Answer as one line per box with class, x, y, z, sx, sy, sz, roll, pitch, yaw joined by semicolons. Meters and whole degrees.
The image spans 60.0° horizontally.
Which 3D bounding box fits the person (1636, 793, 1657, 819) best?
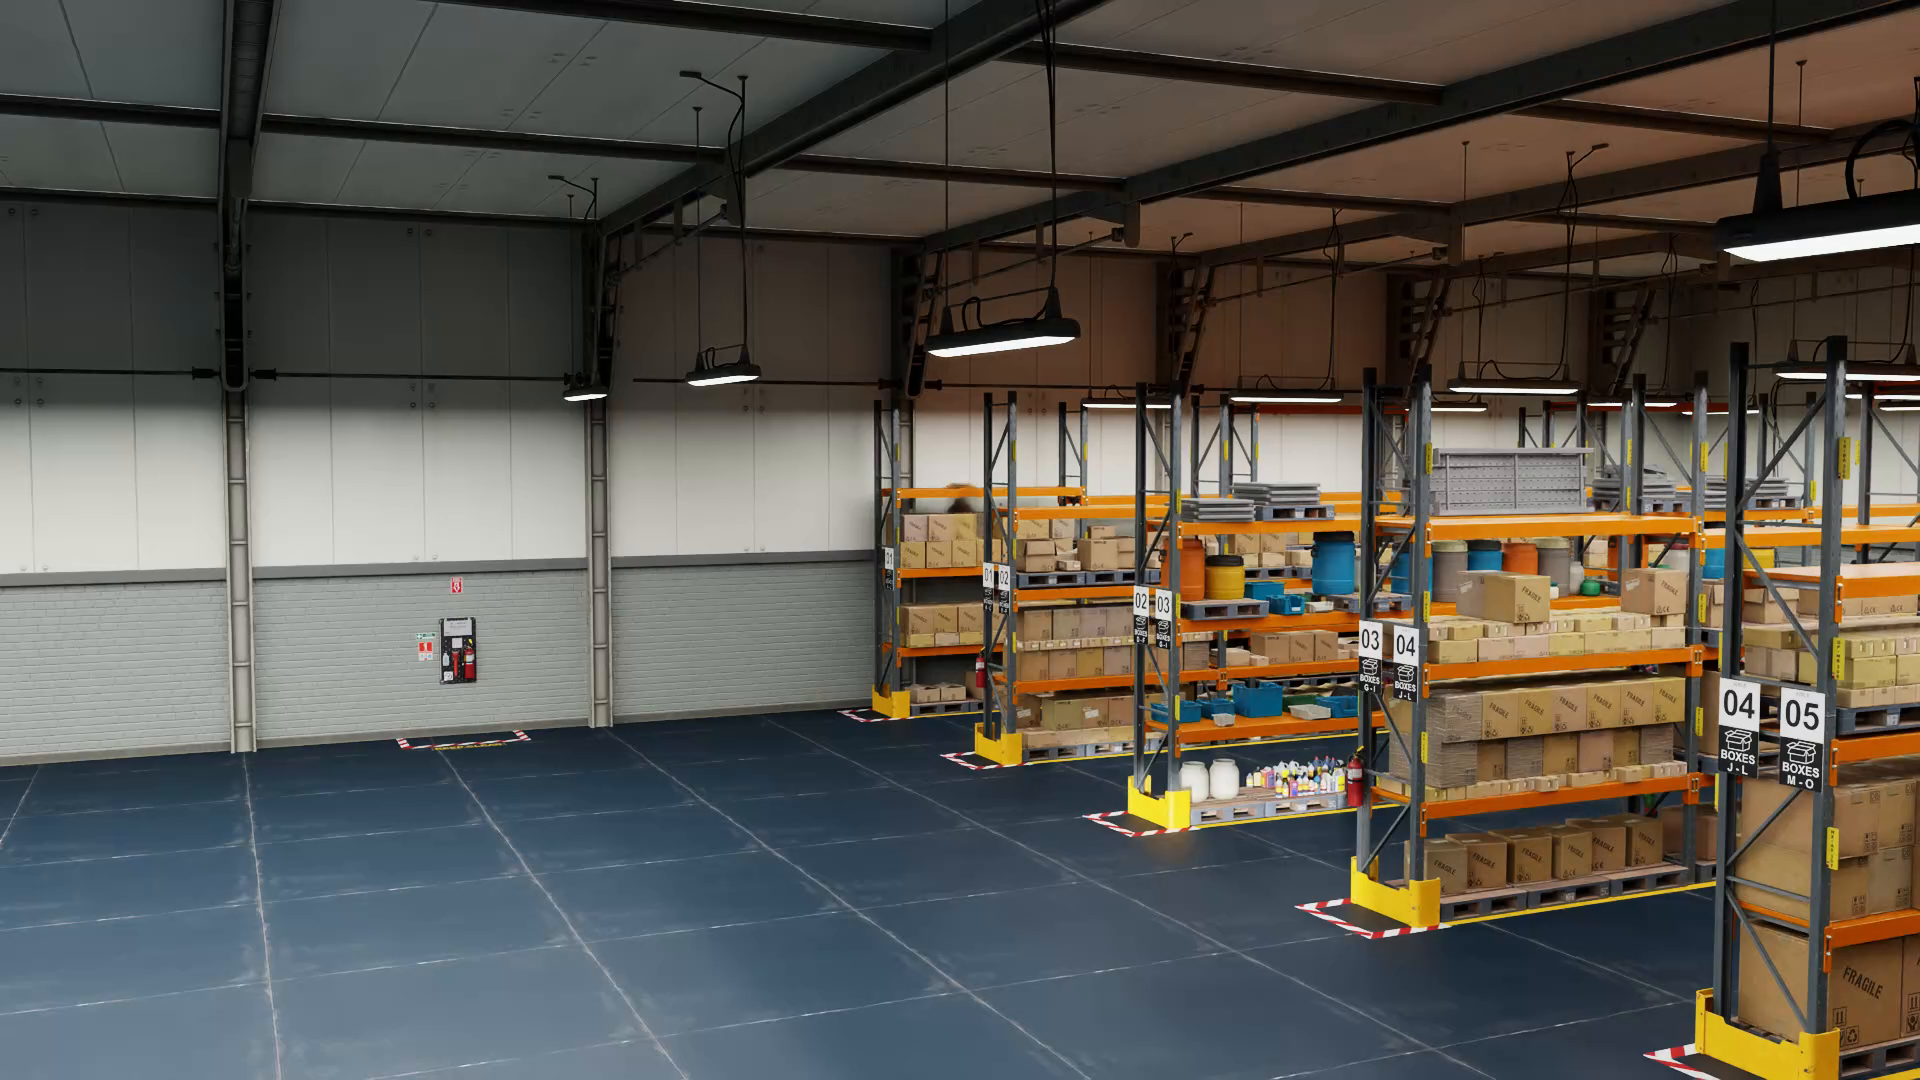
person;9.005;2.991;22.024;0.548;1.797;0.513;-2;4;-25
